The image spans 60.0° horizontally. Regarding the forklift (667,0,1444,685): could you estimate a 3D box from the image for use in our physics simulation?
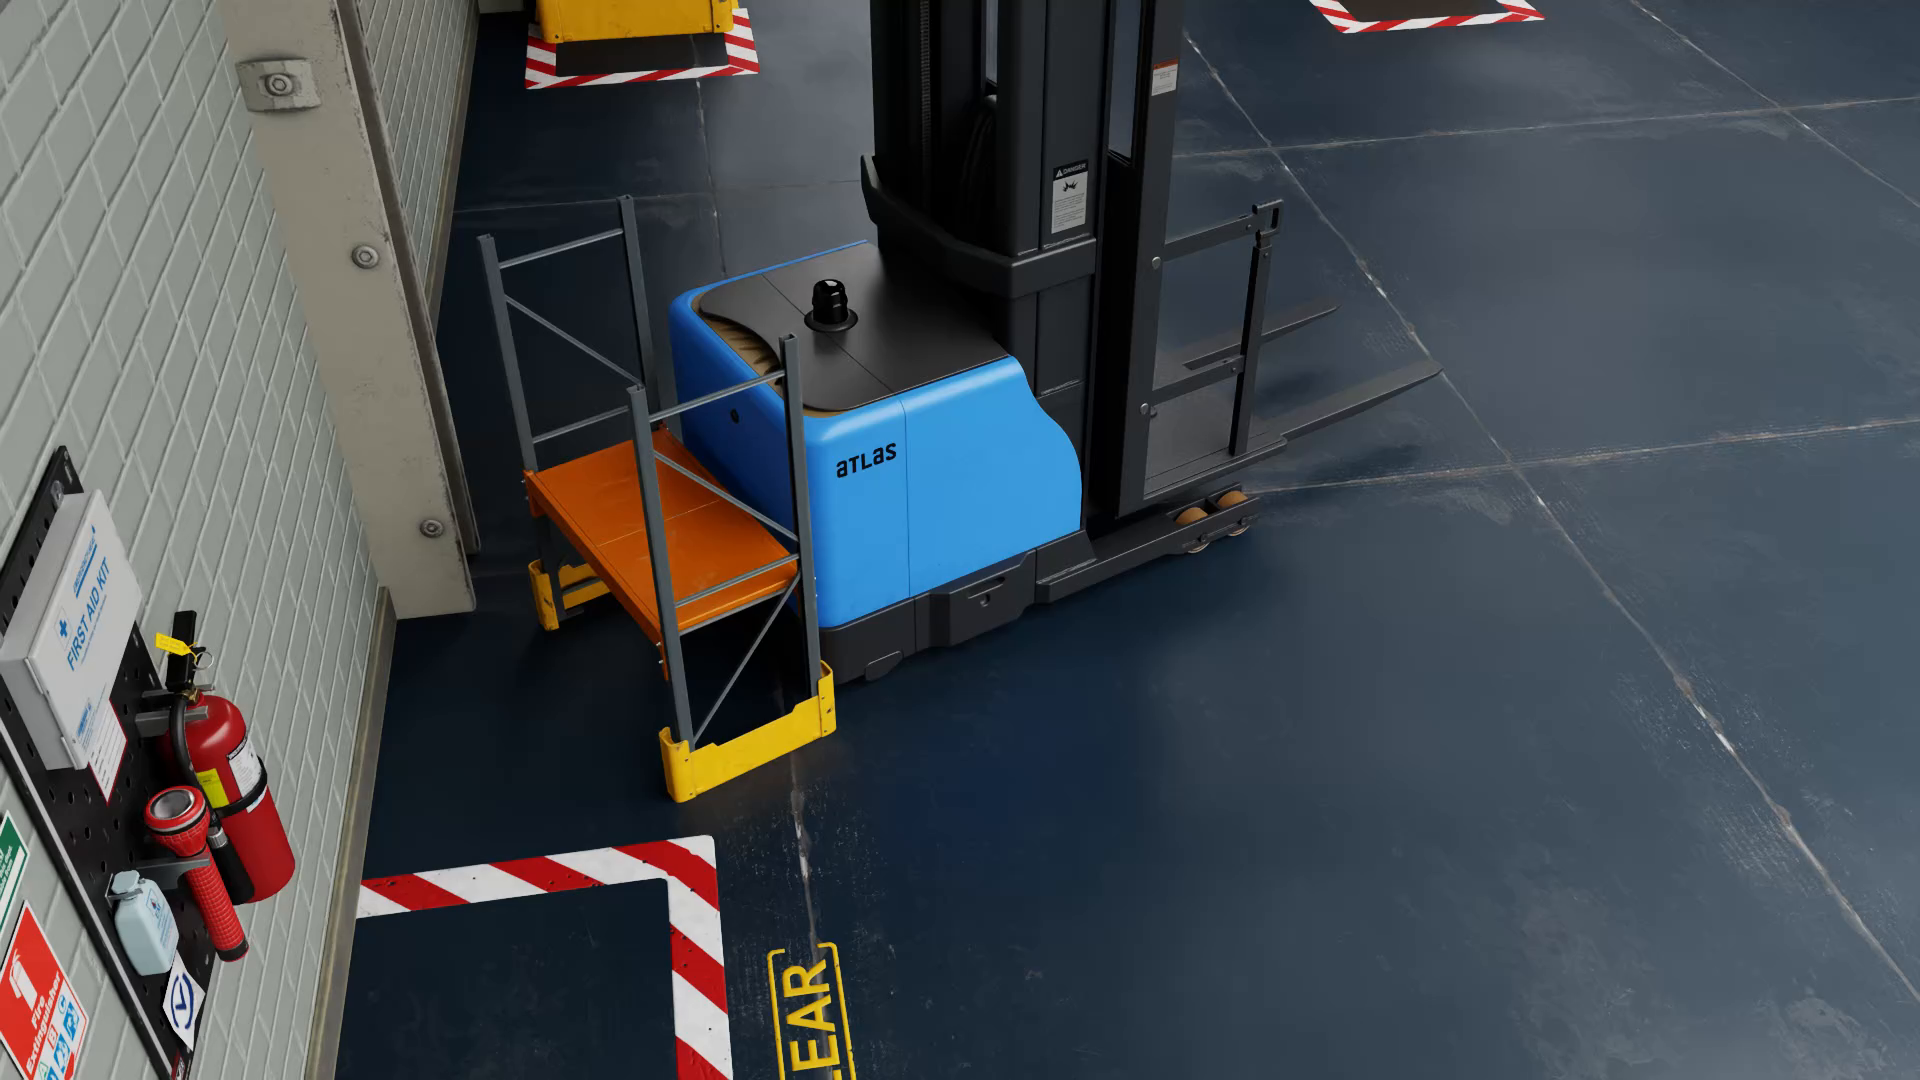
[{"bbox_3d":[0.525,-1.362,5.615,3.031,2.935,1.130,-21,43,-25],"label":"forklift"}]

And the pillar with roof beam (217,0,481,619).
[{"bbox_3d":[2.324,-3.868,3.895,9.100,9.000,0.400,-6,38,-8],"label":"pillar with roof beam"}]

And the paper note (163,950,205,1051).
[{"bbox_3d":[-1.555,0.923,3.336,0.016,0.148,0.142,-6,38,-8],"label":"paper note"}]

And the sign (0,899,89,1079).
[{"bbox_3d":[-1.523,0.791,2.757,0.001,0.329,0.234,-6,38,-8],"label":"sign"}]

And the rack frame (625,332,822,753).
[{"bbox_3d":[-0.653,0.120,4.872,0.500,1.500,0.032,-23,43,-27],"label":"rack frame"}]

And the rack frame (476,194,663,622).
[{"bbox_3d":[-1.232,-0.393,5.533,0.500,1.500,0.032,-23,43,-27],"label":"rack frame"}]

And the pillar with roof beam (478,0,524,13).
[{"bbox_3d":[1.273,-7.493,8.559,9.100,9.000,0.400,-6,38,-8],"label":"pillar with roof beam"}]

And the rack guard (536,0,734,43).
[{"bbox_3d":[-2.005,-3.389,10.205,1.175,0.500,0.348,-6,38,-8],"label":"rack guard"}]

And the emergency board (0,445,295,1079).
[{"bbox_3d":[-1.518,0.460,3.212,0.194,1.169,0.643,-6,38,-8],"label":"emergency board"}]

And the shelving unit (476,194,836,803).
[{"bbox_3d":[-0.948,-0.141,5.208,0.587,1.500,1.083,-23,43,-27],"label":"shelving unit"}]

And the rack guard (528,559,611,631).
[{"bbox_3d":[-1.230,0.101,5.916,0.587,0.250,0.087,-23,43,-27],"label":"rack guard"}]

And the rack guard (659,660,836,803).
[{"bbox_3d":[-0.664,0.604,5.269,0.587,0.250,0.087,-23,43,-27],"label":"rack guard"}]

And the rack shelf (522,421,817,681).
[{"bbox_3d":[-0.942,0.006,5.313,0.538,0.185,1.000,-23,43,-27],"label":"rack shelf"}]

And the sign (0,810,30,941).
[{"bbox_3d":[-1.515,0.578,2.600,0.001,0.109,0.331,-6,38,-8],"label":"sign"}]
